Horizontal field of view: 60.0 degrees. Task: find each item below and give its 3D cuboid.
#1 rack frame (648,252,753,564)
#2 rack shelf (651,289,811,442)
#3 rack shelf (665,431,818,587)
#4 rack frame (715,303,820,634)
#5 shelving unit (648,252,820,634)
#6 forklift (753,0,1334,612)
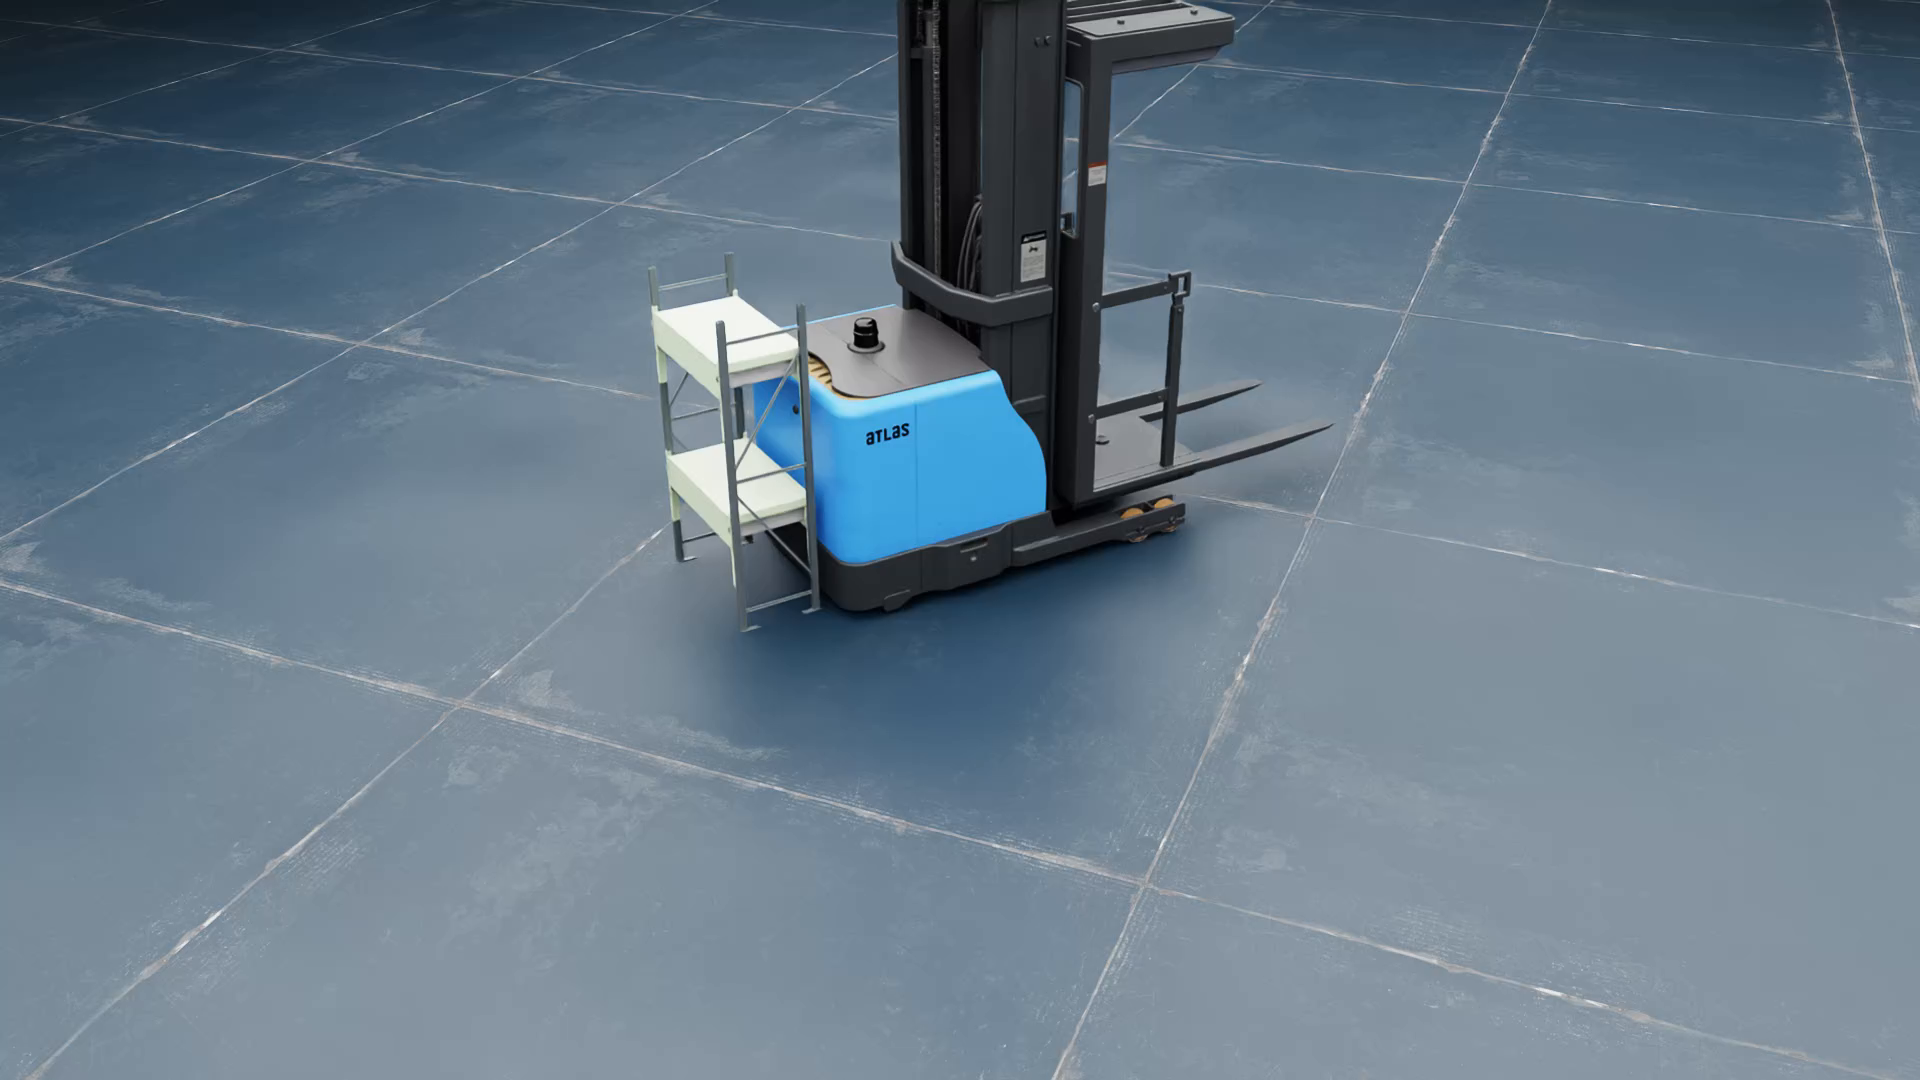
[{"bbox_3d":[-1.200,-0.593,7.775,0.400,1.500,0.023,-17,33,-27],"label":"rack frame"},{"bbox_3d":[-1.010,-0.779,7.310,0.431,0.370,0.720,-17,33,-27],"label":"rack shelf"},{"bbox_3d":[-1.010,-0.155,7.663,0.431,0.370,0.720,-17,33,-27],"label":"rack shelf"},{"bbox_3d":[-0.821,-0.285,7.229,0.400,1.500,0.023,-17,33,-27],"label":"rack frame"},{"bbox_3d":[-1.010,-0.439,7.502,0.431,1.500,0.755,-17,33,-27],"label":"shelving unit"},{"bbox_3d":[0.535,-1.472,7.875,3.031,2.935,1.130,-16,33,-26],"label":"forklift"}]
